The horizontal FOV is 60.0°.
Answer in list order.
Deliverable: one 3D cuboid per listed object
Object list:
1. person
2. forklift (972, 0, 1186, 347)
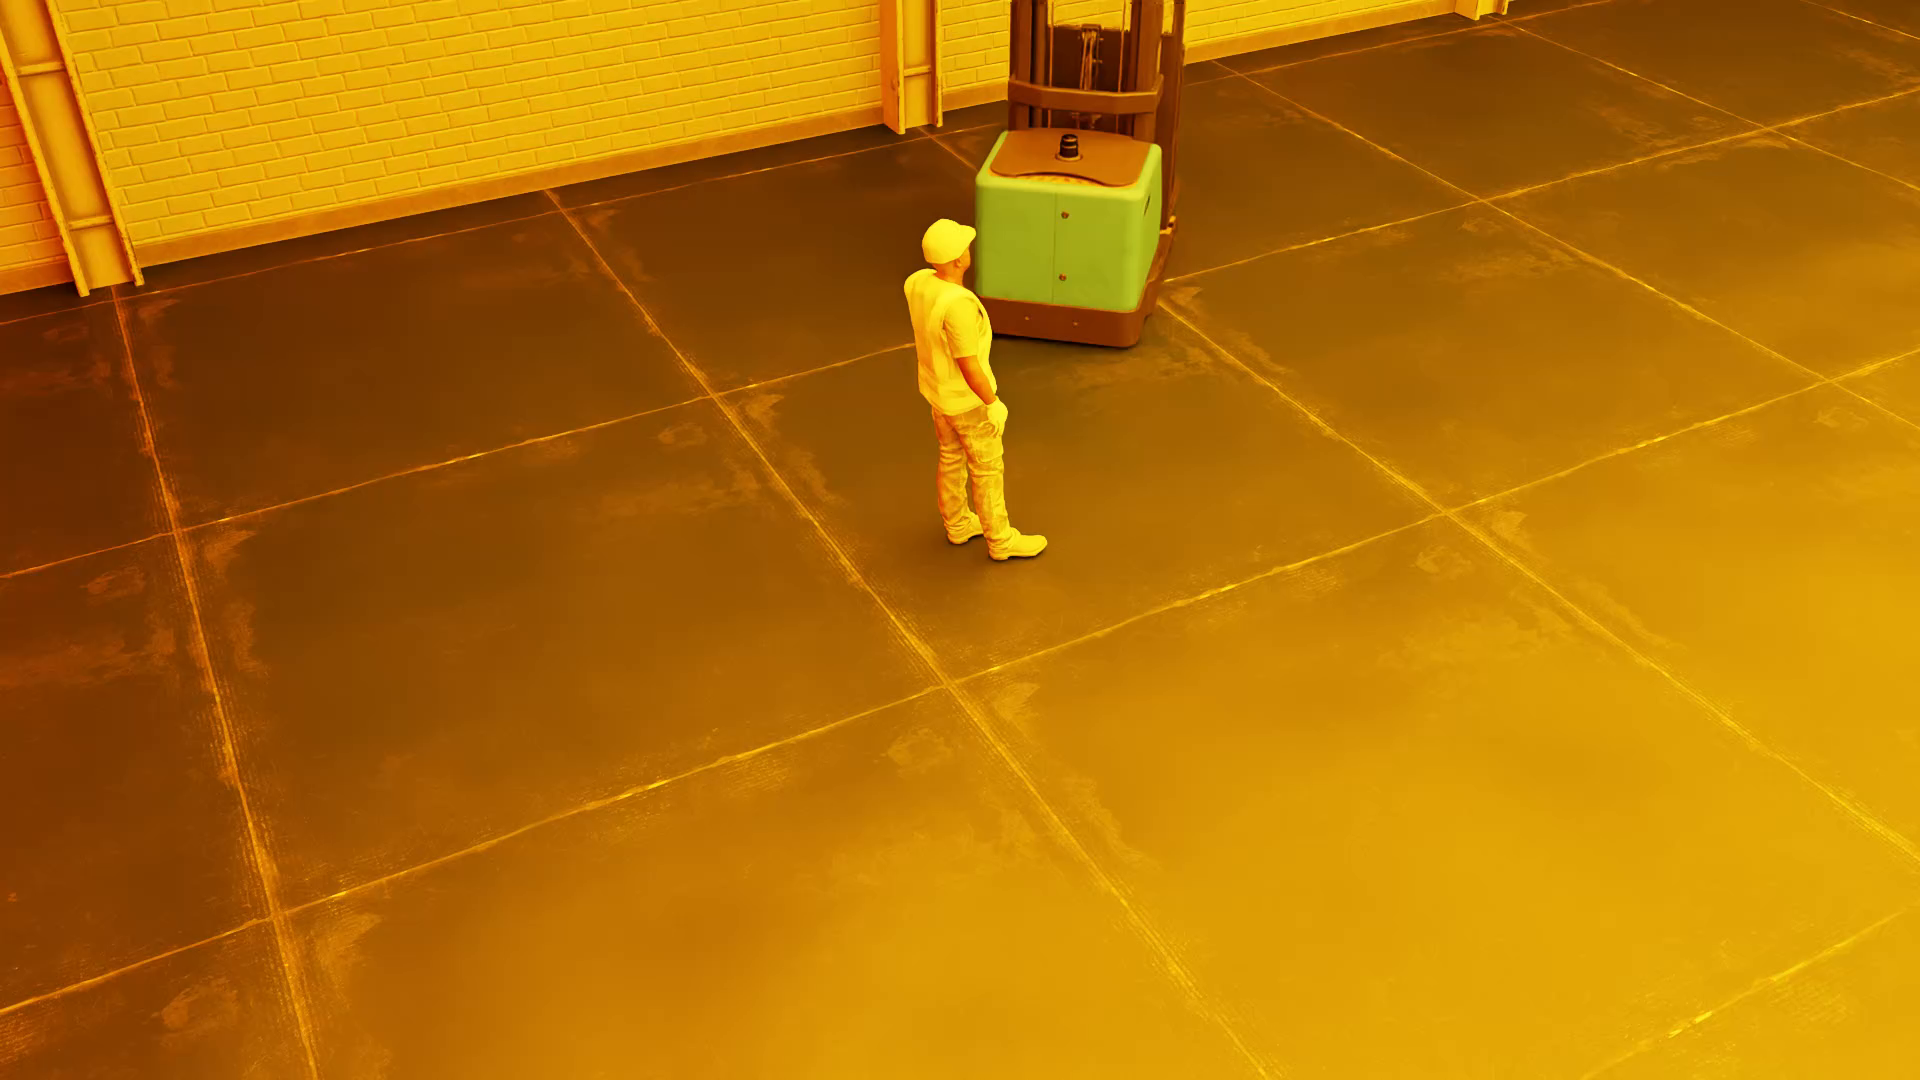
[{"bbox_3d":[0.068,-0.749,8.166,0.575,1.784,0.656,-17,39,-23],"label":"person"},{"bbox_3d":[0.913,-3.230,10.693,1.130,2.935,3.031,8,36,11],"label":"forklift"}]
